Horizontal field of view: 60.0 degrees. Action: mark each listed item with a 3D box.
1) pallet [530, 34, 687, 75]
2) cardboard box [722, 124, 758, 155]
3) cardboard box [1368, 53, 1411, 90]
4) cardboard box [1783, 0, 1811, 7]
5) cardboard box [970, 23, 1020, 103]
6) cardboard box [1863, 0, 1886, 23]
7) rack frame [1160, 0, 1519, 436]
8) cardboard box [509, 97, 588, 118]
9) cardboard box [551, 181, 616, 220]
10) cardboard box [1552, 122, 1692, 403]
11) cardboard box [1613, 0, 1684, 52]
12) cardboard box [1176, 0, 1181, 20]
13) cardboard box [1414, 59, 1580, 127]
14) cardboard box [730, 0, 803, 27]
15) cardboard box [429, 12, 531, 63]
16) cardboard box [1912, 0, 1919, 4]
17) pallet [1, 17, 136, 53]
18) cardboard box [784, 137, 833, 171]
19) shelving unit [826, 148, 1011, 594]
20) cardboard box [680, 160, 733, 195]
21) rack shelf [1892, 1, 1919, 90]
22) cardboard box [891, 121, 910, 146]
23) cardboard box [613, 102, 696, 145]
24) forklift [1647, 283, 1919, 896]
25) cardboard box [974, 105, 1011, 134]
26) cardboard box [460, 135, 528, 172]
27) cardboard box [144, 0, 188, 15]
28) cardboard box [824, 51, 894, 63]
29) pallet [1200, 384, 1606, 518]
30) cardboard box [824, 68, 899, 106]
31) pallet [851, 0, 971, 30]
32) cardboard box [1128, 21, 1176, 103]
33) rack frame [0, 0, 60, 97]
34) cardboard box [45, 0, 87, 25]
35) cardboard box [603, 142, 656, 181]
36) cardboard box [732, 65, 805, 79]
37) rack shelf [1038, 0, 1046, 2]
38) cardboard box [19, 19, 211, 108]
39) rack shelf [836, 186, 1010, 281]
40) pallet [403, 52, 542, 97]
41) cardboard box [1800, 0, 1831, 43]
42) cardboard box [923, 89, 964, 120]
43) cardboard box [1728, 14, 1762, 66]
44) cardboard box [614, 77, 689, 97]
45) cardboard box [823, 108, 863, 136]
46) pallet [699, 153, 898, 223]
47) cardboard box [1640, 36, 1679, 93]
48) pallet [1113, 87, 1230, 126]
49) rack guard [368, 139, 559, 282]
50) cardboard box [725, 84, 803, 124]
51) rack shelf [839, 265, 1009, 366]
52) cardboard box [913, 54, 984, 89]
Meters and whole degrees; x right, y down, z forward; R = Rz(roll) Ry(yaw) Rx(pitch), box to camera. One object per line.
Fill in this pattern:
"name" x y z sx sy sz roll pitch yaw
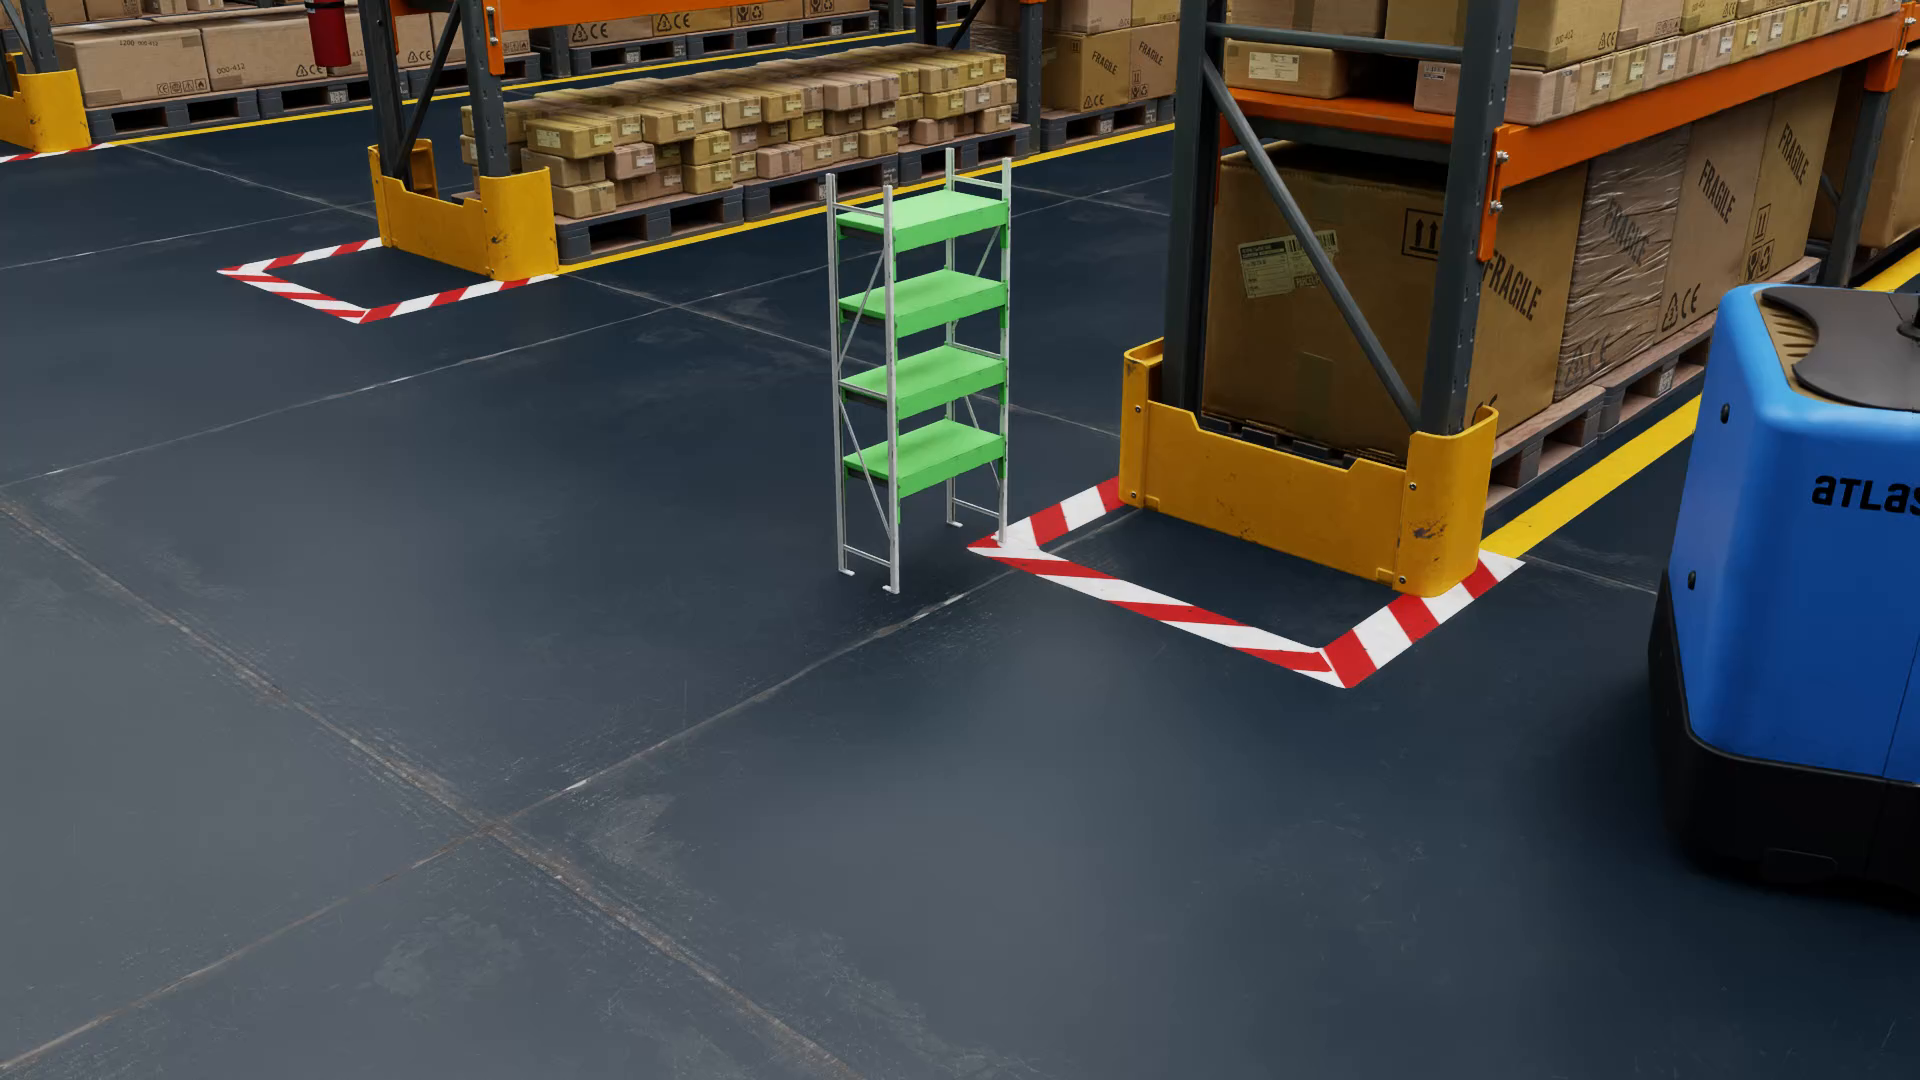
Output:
"pallet" -3.184 -4.315 14.616 1.003 0.211 1.213 20 31 38
"cardboard box" -1.337 -2.230 9.166 0.380 0.149 0.250 18 30 35
"cardboard box" 1.233 -1.571 5.394 0.380 0.149 0.250 21 31 38
"cardboard box" 2.954 -2.173 6.250 0.500 0.250 0.500 21 32 39
"cardboard box" 0.418 -3.356 11.611 0.500 0.500 0.500 19 31 37
"cardboard box" 3.606 -2.250 6.909 0.380 0.149 0.250 21 32 38
"rack frame" 1.068 -1.407 4.722 1.000 3.000 0.127 20 31 38
"cardboard box" -2.183 -2.246 8.837 0.380 0.149 0.250 21 32 38
"cardboard box" -1.970 -1.755 8.470 0.380 0.149 0.250 21 32 39
"cardboard box" 2.043 -1.123 6.173 0.875 0.875 0.875 20 31 38
"cardboard box" 1.931 -1.707 5.211 0.500 0.250 0.500 20 31 37
"cardboard box" 1.498 -3.874 11.850 0.500 0.250 0.500 22 32 39
"cardboard box" 1.551 -1.311 4.814 0.380 0.149 0.250 21 31 38
"cardboard box" -2.094 -5.314 15.520 0.875 0.875 0.875 21 31 38
"cardboard box" -4.141 -4.192 13.552 0.875 0.438 0.875 20 31 37
"cardboard box" 4.231 -2.743 7.580 0.500 0.500 0.500 20 31 38
"pallet" -8.614 -4.831 15.767 1.003 0.211 1.213 20 31 38
"cardboard box" -0.948 -2.230 9.529 0.380 0.149 0.250 20 31 38
"shelving unit" -0.111 -0.497 4.892 0.258 1.200 0.503 20 31 38
"cardboard box" -1.444 -1.983 8.977 0.380 0.149 0.250 21 31 38
"rack shelf" 5.072 -2.907 8.946 1.077 0.370 4.000 20 31 38
"cardboard box" -0.527 -2.488 10.103 0.380 0.149 0.250 19 31 36
"cardboard box" -1.598 -2.180 8.690 0.380 0.149 0.250 20 31 37
"forklift" 3.134 -0.620 3.050 3.031 2.935 1.130 8 25 16
"cardboard box" 0.103 -2.689 10.553 0.380 0.149 0.250 21 31 38
"cardboard box" -2.419 -2.058 8.780 0.380 0.149 0.250 19 30 36
"cardboard box" -7.733 -5.271 16.169 0.396 0.266 0.258 22 32 39
"cardboard box" -0.633 -2.967 10.444 0.380 0.149 0.250 20 31 37
"pallet" 1.543 -0.400 5.884 1.003 0.211 1.213 20 31 38
"cardboard box" -0.577 -2.662 9.764 0.380 0.149 0.250 18 30 35
"pallet" -0.450 -5.516 17.294 1.003 0.211 1.213 20 31 38
"cardboard box" 1.154 -3.376 11.656 0.500 0.500 0.500 22 32 40
"rack frame" -6.312 -4.113 10.757 1.000 3.000 0.127 20 31 38
"cardboard box" -8.505 -5.062 15.417 0.500 0.500 0.500 21 31 38
"cardboard box" -1.793 -1.976 8.599 0.380 0.149 0.250 20 31 37
"cardboard box" -1.141 -2.720 9.895 0.380 0.149 0.250 19 30 35
"rack shelf" 1.446 -4.292 12.036 1.077 0.370 4.000 20 31 38
"cardboard box" -5.946 -3.364 11.705 0.875 0.438 0.875 19 30 36
"rack shelf" -0.111 -0.877 4.722 0.258 0.148 0.480 20 31 38
"pallet" -4.208 -3.849 13.577 1.003 0.211 1.213 20 31 38
"cardboard box" 3.091 -2.015 6.385 0.380 0.149 0.250 21 31 38
"cardboard box" -0.199 -2.682 10.174 0.380 0.149 0.250 19 30 36
"cardboard box" 2.576 -1.780 5.860 0.380 0.149 0.250 19 30 36
"cardboard box" -1.747 -2.518 9.444 0.380 0.149 0.250 22 32 39
"cardboard box" -0.789 -2.474 9.709 0.380 0.149 0.250 18 30 35
"pallet" -1.125 -2.151 9.789 1.003 0.211 1.213 20 31 38
"cardboard box" 2.065 -1.547 5.341 0.380 0.149 0.250 20 31 37
"pallet" 1.444 -3.350 12.463 1.003 0.211 1.213 20 31 38
"rack guard" -2.508 -1.675 8.374 1.175 0.500 0.348 20 31 38
"cardboard box" -1.092 -2.428 9.243 0.380 0.149 0.250 21 31 38
"rack shelf" -0.111 -0.658 4.820 0.258 0.148 0.480 20 31 38
"cardboard box" -0.073 -2.905 10.307 0.380 0.149 0.250 21 31 38
